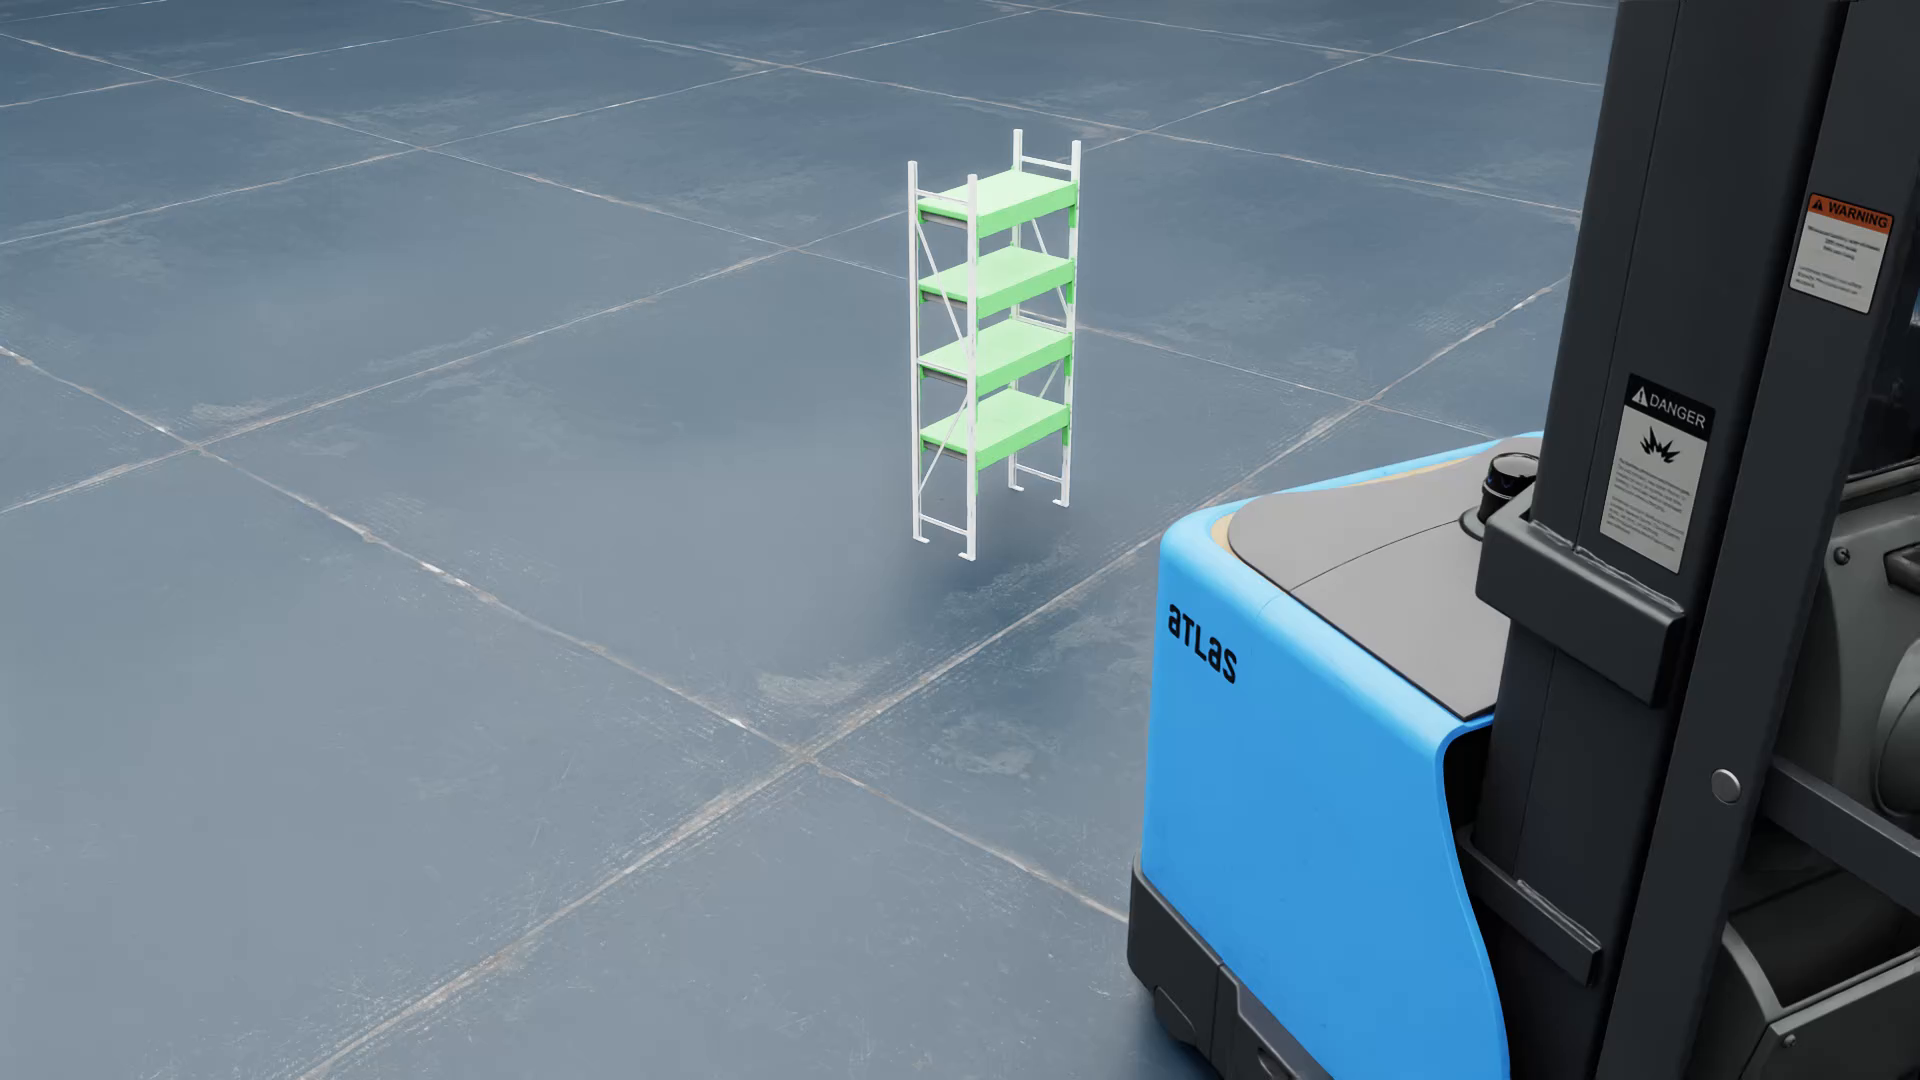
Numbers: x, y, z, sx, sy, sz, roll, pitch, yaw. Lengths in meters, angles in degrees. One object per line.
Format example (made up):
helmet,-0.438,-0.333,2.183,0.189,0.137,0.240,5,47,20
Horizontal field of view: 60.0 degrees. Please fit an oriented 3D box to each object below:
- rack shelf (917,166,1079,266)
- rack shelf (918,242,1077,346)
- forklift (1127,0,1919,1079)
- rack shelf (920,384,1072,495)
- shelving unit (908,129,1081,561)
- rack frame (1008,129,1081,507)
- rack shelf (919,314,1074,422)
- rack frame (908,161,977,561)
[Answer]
rack shelf,0.105,-0.961,4.897,0.258,0.148,0.480,21,34,34
rack shelf,0.105,-0.748,5.007,0.258,0.148,0.480,21,34,34
forklift,1.453,0.118,1.833,1.130,2.935,3.031,-13,30,-23
rack shelf,0.105,-0.322,5.227,0.258,0.148,0.480,21,34,34
shelving unit,0.105,-0.592,5.088,0.258,1.200,0.503,21,34,34
rack frame,0.261,-0.678,5.255,0.240,1.200,0.015,21,34,34
rack shelf,0.105,-0.535,5.117,0.258,0.148,0.480,21,34,34
rack frame,-0.050,-0.505,4.921,0.240,1.200,0.015,21,34,34
